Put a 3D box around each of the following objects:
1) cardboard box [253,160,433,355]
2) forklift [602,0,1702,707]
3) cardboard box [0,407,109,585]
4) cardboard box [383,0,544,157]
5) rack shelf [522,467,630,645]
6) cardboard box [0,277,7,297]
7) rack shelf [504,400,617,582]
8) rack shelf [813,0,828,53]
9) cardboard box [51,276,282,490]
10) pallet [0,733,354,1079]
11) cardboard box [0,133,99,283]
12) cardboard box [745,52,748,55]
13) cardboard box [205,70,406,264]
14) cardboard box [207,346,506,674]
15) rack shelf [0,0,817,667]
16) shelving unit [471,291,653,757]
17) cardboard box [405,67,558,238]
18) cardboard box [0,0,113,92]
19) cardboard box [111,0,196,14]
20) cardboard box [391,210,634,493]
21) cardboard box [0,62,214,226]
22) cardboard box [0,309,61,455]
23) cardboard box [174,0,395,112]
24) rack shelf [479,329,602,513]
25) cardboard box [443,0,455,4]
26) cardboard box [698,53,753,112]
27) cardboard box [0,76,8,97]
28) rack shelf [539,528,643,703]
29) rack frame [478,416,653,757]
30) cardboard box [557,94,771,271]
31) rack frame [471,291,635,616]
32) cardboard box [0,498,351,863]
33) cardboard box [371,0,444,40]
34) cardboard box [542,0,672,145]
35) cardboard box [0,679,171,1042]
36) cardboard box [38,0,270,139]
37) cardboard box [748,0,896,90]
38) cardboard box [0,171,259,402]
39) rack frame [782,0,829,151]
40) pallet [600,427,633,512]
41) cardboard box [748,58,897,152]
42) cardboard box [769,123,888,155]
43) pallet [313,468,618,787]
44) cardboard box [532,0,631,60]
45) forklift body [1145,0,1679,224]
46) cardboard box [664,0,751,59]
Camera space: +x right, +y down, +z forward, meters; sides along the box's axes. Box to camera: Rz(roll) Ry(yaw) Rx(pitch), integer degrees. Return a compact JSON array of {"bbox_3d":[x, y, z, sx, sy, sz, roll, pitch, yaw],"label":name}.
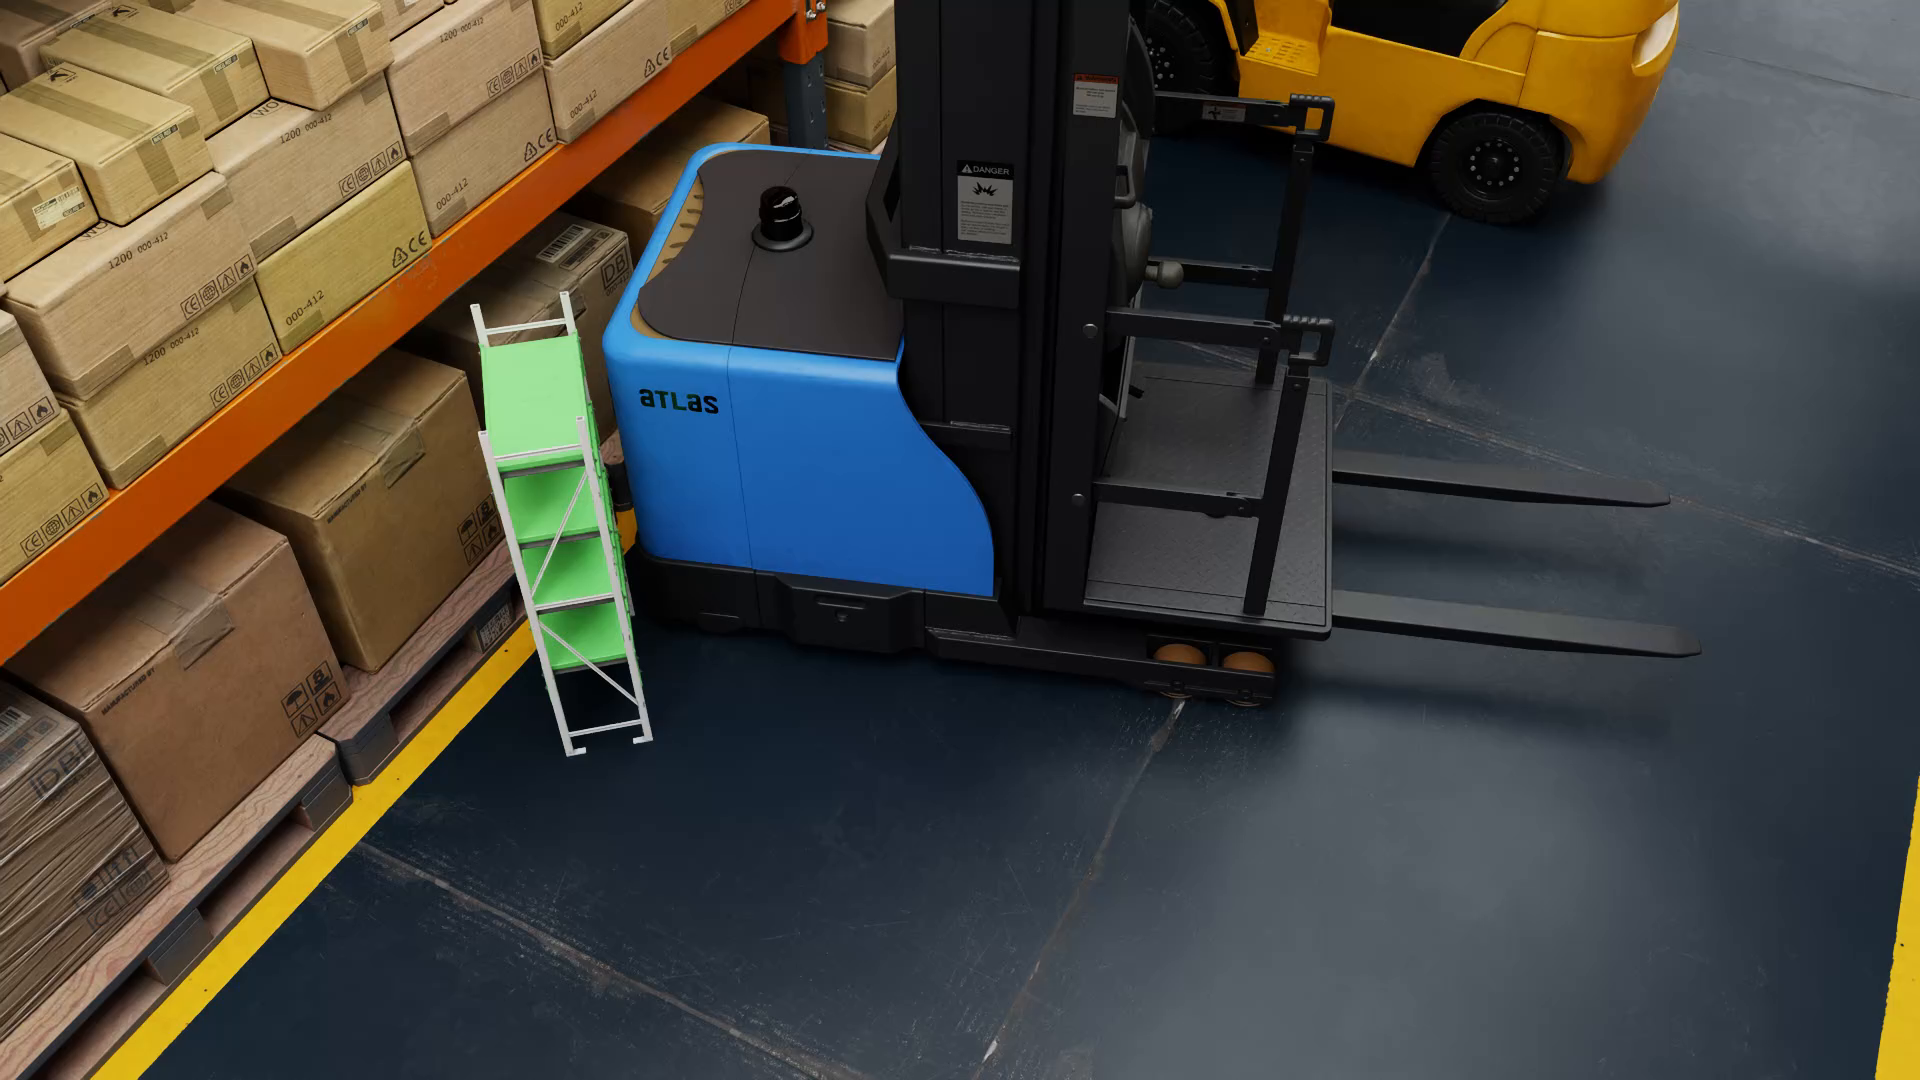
[{"bbox_3d":[-1.648,-0.751,3.989,0.500,0.250,0.500,22,49,20],"label":"cardboard box"},{"bbox_3d":[0.620,-0.961,4.139,3.031,2.935,1.130,6,46,6],"label":"forklift"},{"bbox_3d":[-2.124,-0.098,3.343,0.500,0.250,0.500,19,48,18],"label":"cardboard box"},{"bbox_3d":[-1.403,-1.239,4.120,0.500,0.250,0.500,21,49,20],"label":"cardboard box"},{"bbox_3d":[-1.043,0.035,4.461,0.258,0.148,0.480,-10,46,-10],"label":"rack shelf"},{"bbox_3d":[-2.046,-0.511,3.120,0.380,0.149,0.250,21,49,19],"label":"cardboard box"},{"bbox_3d":[-1.043,-0.133,4.291,0.258,0.148,0.480,-10,46,-10],"label":"rack shelf"},{"bbox_3d":[0.001,-3.164,6.773,1.077,0.370,4.000,20,49,19],"label":"rack shelf"},{"bbox_3d":[-1.891,-0.425,3.666,0.500,0.250,0.500,19,48,18],"label":"cardboard box"},{"bbox_3d":[-2.367,0.838,4.273,1.003,0.211,1.213,20,49,19],"label":"pallet"},{"bbox_3d":[-1.955,-0.679,3.286,0.380,0.149,0.250,21,49,19],"label":"cardboard box"},{"bbox_3d":[-0.870,-2.063,6.115,0.500,0.250,0.500,21,49,20],"label":"cardboard box"},{"bbox_3d":[-1.654,-0.927,3.812,0.500,0.250,0.500,21,49,20],"label":"cardboard box"},{"bbox_3d":[-1.874,-0.176,4.690,0.875,0.625,0.625,19,48,17],"label":"cardboard box"},{"bbox_3d":[-1.856,-0.644,4.283,1.077,0.370,4.000,20,49,19],"label":"rack shelf"},{"bbox_3d":[-1.043,-0.010,4.416,0.258,1.200,0.503,-10,46,-10],"label":"shelving unit"},{"bbox_3d":[-1.415,-1.079,4.313,0.500,0.250,0.500,21,49,19],"label":"cardboard box"},{"bbox_3d":[-2.117,-1.145,3.746,0.380,0.149,0.250,22,49,20],"label":"cardboard box"},{"bbox_3d":[-2.029,-1.324,3.923,0.380,0.149,0.250,21,49,19],"label":"cardboard box"},{"bbox_3d":[-1.526,-0.651,5.158,0.875,0.625,0.625,20,49,19],"label":"cardboard box"},{"bbox_3d":[-1.785,-0.820,3.425,0.380,0.149,0.250,21,49,20],"label":"cardboard box"},{"bbox_3d":[-2.128,-0.274,3.165,0.500,0.250,0.500,22,49,20],"label":"cardboard box"},{"bbox_3d":[-1.510,-1.124,3.725,0.380,0.149,0.250,19,48,18],"label":"cardboard box"},{"bbox_3d":[-1.043,-0.302,4.120,0.258,0.148,0.480,-10,46,-10],"label":"rack shelf"},{"bbox_3d":[-1.335,-1.472,4.069,0.380,0.149,0.250,19,48,18],"label":"cardboard box"},{"bbox_3d":[-0.883,-1.888,6.293,0.500,0.250,0.500,19,48,18],"label":"cardboard box"},{"bbox_3d":[-2.331,-1.018,3.620,0.380,0.149,0.250,20,49,18],"label":"cardboard box"},{"bbox_3d":[-1.043,0.204,4.632,0.258,0.148,0.480,-10,46,-10],"label":"rack shelf"},{"bbox_3d":[-0.985,0.159,4.249,0.240,1.200,0.015,-10,46,-10],"label":"rack frame"},{"bbox_3d":[-1.159,-1.137,5.639,0.875,0.625,0.625,23,50,21],"label":"cardboard box"},{"bbox_3d":[-1.101,-0.178,4.583,0.240,1.200,0.015,-10,46,-10],"label":"rack frame"},{"bbox_3d":[-2.186,0.248,4.270,0.875,0.625,0.625,22,49,20],"label":"cardboard box"},{"bbox_3d":[-1.456,-1.316,3.916,0.380,0.149,0.250,21,49,19],"label":"cardboard box"},{"bbox_3d":[-1.158,-1.381,4.612,0.500,0.250,0.500,20,49,19],"label":"cardboard box"},{"bbox_3d":[-2.482,0.662,3.861,0.875,0.625,0.625,22,49,20],"label":"cardboard box"},{"bbox_3d":[-1.750,-1.016,3.618,0.380,0.149,0.250,20,49,19],"label":"cardboard box"},{"bbox_3d":[-0.425,-1.890,5.944,0.500,0.250,0.500,20,49,18],"label":"cardboard box"},{"bbox_3d":[-1.869,-0.597,3.485,0.500,0.250,0.500,19,48,18],"label":"cardboard box"},{"bbox_3d":[-0.927,-2.156,5.272,1.000,3.000,0.127,20,49,19],"label":"rack frame"},{"bbox_3d":[-1.235,-0.699,5.793,1.003,0.211,1.213,20,49,19],"label":"pallet"},{"bbox_3d":[-0.429,-1.716,6.124,0.500,0.250,0.500,20,49,19],"label":"cardboard box"},{"bbox_3d":[-0.409,-1.533,6.294,0.500,0.250,0.500,21,49,19],"label":"cardboard box"},{"bbox_3d":[-1.800,0.072,5.030,1.003,0.211,1.213,20,49,19],"label":"pallet"},{"bbox_3d":[-1.161,-1.559,4.436,0.500,0.250,0.500,19,48,18],"label":"cardboard box"},{"bbox_3d":[1.665,-2.581,6.289,2.313,2.155,1.214,20,49,19],"label":"forklift body"},{"bbox_3d":[-0.929,-1.700,4.927,0.500,0.250,0.500,22,49,20],"label":"cardboard box"}]
